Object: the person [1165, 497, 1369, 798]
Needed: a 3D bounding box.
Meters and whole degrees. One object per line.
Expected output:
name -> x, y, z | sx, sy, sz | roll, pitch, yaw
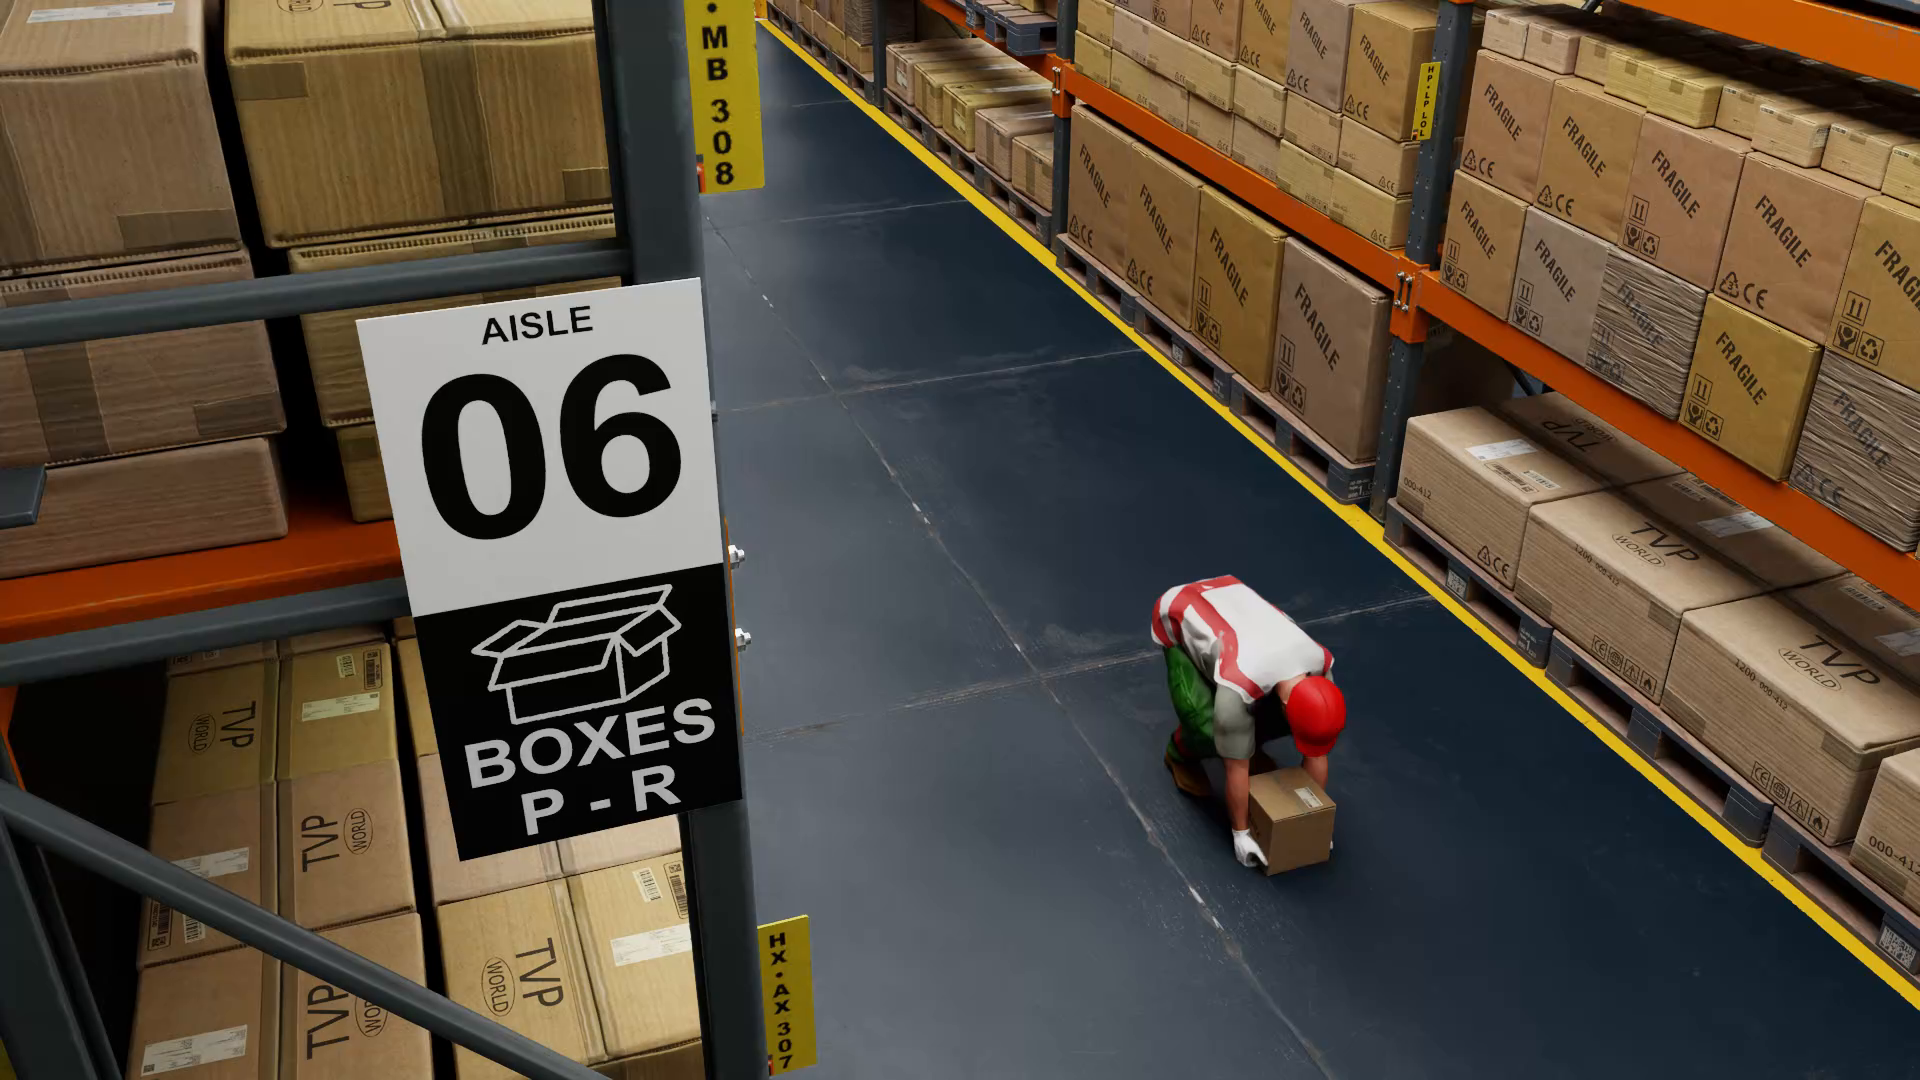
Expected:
person -> 1.068, 0.430, 5.865 | 0.490, 1.274, 0.935 | -11, 31, -19
